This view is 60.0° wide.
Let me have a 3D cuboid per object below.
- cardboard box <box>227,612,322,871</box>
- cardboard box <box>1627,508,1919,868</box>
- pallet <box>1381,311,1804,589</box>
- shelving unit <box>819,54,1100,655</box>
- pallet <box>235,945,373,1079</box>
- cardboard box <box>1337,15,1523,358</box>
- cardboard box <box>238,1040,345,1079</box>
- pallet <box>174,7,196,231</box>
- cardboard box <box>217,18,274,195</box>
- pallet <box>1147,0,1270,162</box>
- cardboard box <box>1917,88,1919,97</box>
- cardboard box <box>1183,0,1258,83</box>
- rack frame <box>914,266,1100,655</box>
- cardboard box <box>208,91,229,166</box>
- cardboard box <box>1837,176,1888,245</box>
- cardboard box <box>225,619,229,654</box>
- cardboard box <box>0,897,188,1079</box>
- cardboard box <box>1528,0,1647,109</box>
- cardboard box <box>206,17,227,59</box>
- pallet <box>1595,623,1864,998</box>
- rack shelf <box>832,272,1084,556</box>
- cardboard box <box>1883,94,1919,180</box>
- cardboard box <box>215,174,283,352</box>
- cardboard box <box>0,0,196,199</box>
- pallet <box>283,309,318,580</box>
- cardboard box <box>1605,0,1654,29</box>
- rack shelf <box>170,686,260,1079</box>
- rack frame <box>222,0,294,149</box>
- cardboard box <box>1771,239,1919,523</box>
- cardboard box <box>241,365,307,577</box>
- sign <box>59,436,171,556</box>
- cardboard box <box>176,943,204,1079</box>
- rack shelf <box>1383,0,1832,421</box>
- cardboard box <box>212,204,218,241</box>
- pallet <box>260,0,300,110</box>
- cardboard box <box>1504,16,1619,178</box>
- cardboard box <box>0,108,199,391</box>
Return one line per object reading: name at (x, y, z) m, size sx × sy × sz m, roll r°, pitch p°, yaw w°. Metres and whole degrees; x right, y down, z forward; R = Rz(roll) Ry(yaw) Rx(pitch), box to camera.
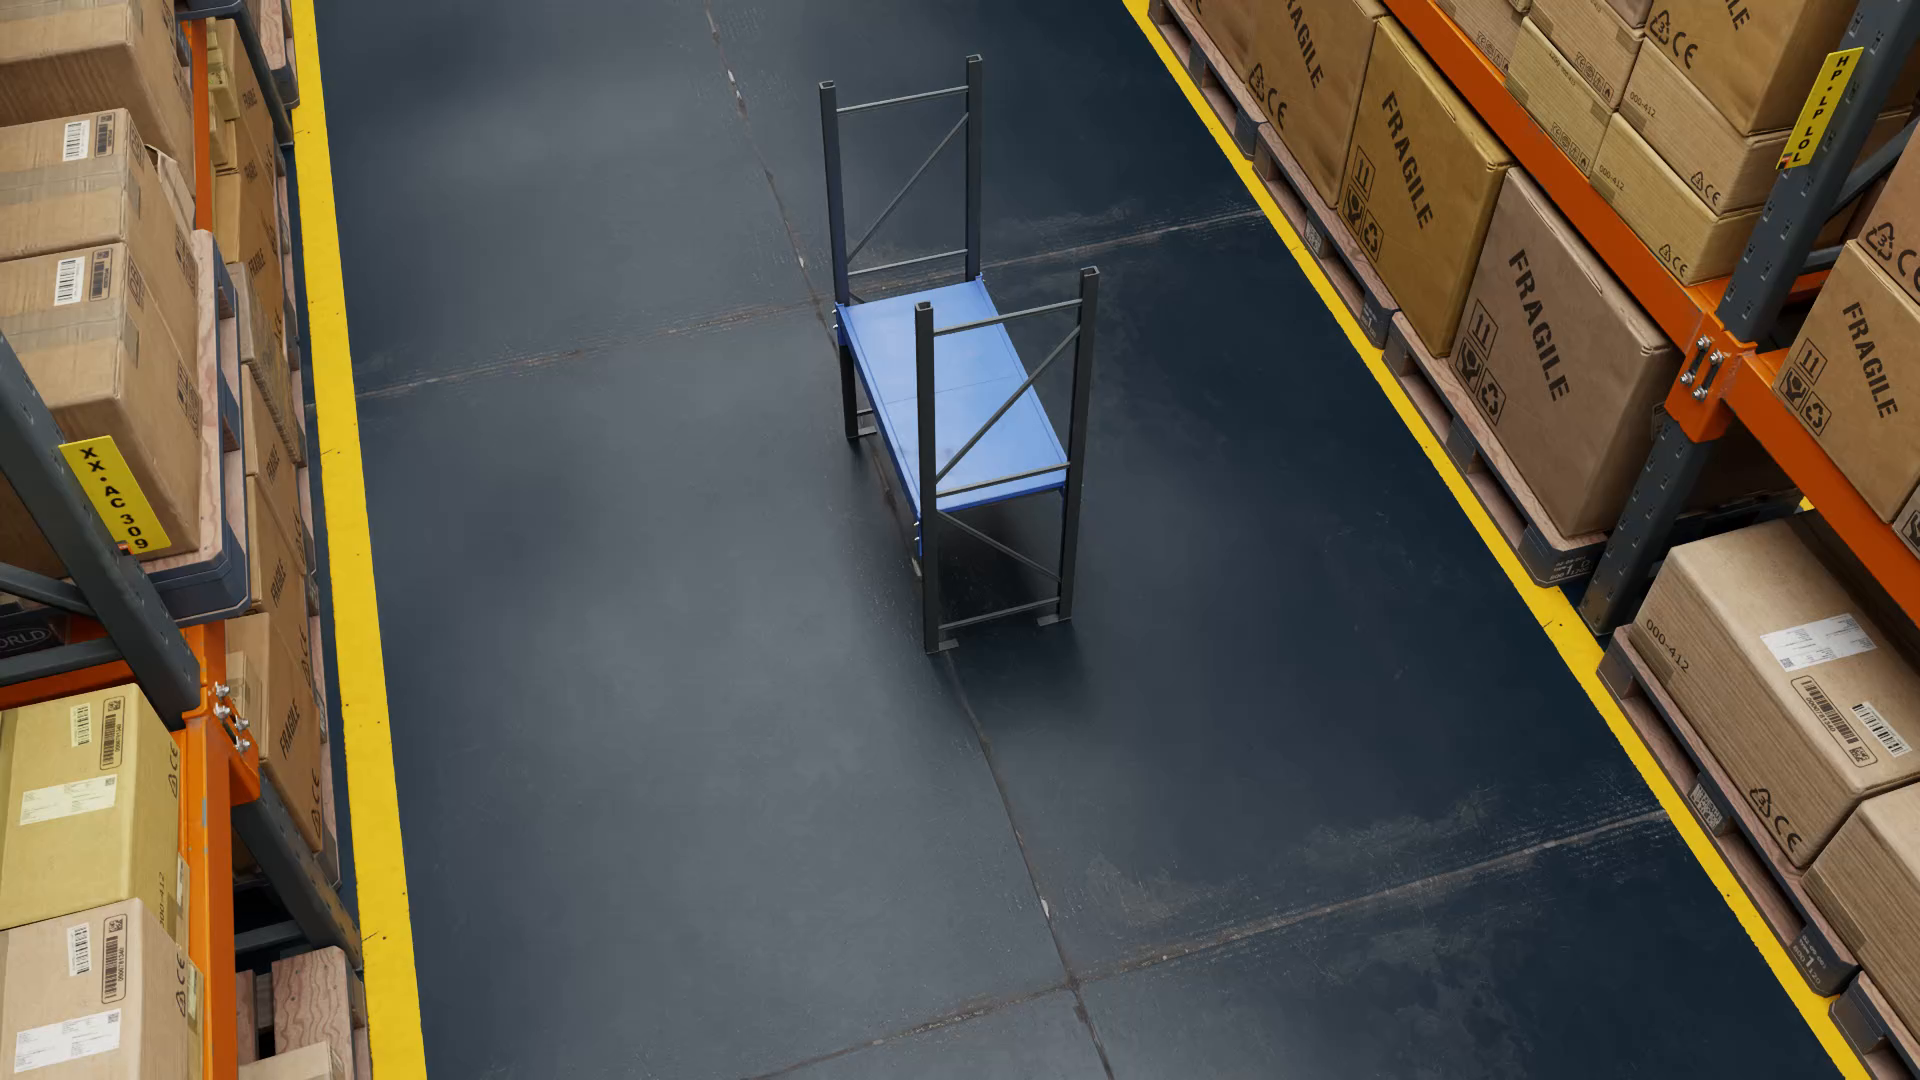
cardboard box at (-2.116, 0.591, 4.650) m, size 0.500 × 0.500 × 0.500 m, roll -11°, pitch 51°, yaw -9°
cardboard box at (2.636, 0.373, 4.875) m, size 0.875 × 0.438 × 0.875 m, roll -14°, pitch 51°, yaw -12°
pallet at (2.253, -0.448, 5.990) m, size 1.003 × 0.211 × 1.213 m, roll -13°, pitch 51°, yaw -11°
shelving unit at (-0.025, -0.546, 5.229) m, size 0.538 × 1.500 × 1.048 m, roll -13°, pitch 51°, yaw -11°
pallet at (-1.986, 1.725, 4.158) m, size 1.003 × 0.211 × 1.213 m, roll -13°, pitch 51°, yaw -11°
cardboard box at (2.018, -1.344, 6.036) m, size 0.875 × 0.875 × 0.875 m, roll -12°, pitch 51°, yaw -10°
cardboard box at (-1.743, 1.449, 4.157) m, size 0.380 × 0.149 × 0.250 m, roll -15°, pitch 51°, yaw -12°
pallet at (-2.791, -1.116, 4.854) m, size 1.003 × 0.211 × 1.213 m, roll -13°, pitch 51°, yaw -11°
cardboard box at (-3.040, -1.666, 6.553) m, size 0.500 × 0.500 × 0.500 m, roll -12°, pitch 51°, yaw -10°
pallet at (1.531, -2.230, 7.492) m, size 1.003 × 0.211 × 1.213 m, roll -13°, pitch 51°, yaw -11°
cardboard box at (2.697, -1.541, 4.368) m, size 0.500 × 0.500 × 0.500 m, roll -13°, pitch 51°, yaw -11°
cardboard box at (1.495, -2.649, 7.136) m, size 0.875 × 0.875 × 0.875 m, roll -14°, pitch 51°, yaw -11°
rack frame at (0.125, -0.174, 4.916) m, size 0.500 × 1.500 × 0.032 m, roll -13°, pitch 51°, yaw -11°
cardboard box at (-2.837, -1.438, 5.936) m, size 0.380 × 0.149 × 0.250 m, roll -15°, pitch 51°, yaw -12°
cardboard box at (2.675, -1.133, 4.841) m, size 0.500 × 0.250 × 0.500 m, roll -14°, pitch 51°, yaw -12°
cardboard box at (-2.196, 0.279, 4.489) m, size 0.380 × 0.149 × 0.250 m, roll -15°, pitch 51°, yaw -12°
cardboard box at (-1.642, 0.956, 2.885) m, size 0.500 × 0.250 × 0.500 m, roll -13°, pitch 51°, yaw -11°
cardboard box at (2.035, -1.544, 4.861) m, size 0.500 × 0.250 × 0.500 m, roll -12°, pitch 51°, yaw -10°
cardboard box at (-2.983, -1.832, 6.269) m, size 0.380 × 0.149 × 0.250 m, roll -16°, pitch 52°, yaw -13°
pallet at (2.703, 0.671, 5.046) m, size 1.003 × 0.211 × 1.213 m, roll -13°, pitch 51°, yaw -11°
rack shelf at (-0.025, -0.430, 5.367) m, size 0.538 × 0.185 × 1.000 m, roll -13°, pitch 51°, yaw -11°
cardboard box at (2.692, -1.298, 4.654) m, size 0.500 × 0.250 × 0.500 m, roll -15°, pitch 51°, yaw -12°
cardboard box at (-2.745, -0.917, 5.921) m, size 0.500 × 0.500 × 0.500 m, roll -11°, pitch 51°, yaw -9°
cardboard box at (-2.502, -1.198, 4.458) m, size 0.700 × 0.500 × 0.500 m, roll -14°, pitch 51°, yaw -11°
pallet at (-2.829, -0.255, 5.827) m, size 1.003 × 0.211 × 1.213 m, roll -13°, pitch 51°, yaw -11°
cardboard box at (2.021, -1.801, 4.587) m, size 0.500 × 0.500 × 0.500 m, roll -12°, pitch 51°, yaw -10°
rack shelf at (-1.596, 2.017, 2.558) m, size 1.077 × 0.370 × 4.000 m, roll -13°, pitch 51°, yaw -11°
rack frame at (-3.371, -2.597, 5.977) m, size 1.000 × 3.000 × 0.127 m, roll -13°, pitch 51°, yaw -11°
cardboard box at (2.441, -0.431, 4.086) m, size 0.500 × 0.500 × 0.500 m, roll -12°, pitch 51°, yaw -10°
cardboard box at (-2.426, -0.161, 5.284) m, size 0.500 × 0.500 × 0.500 m, roll -15°, pitch 51°, yaw -12°
sign at (-1.672, -0.083, 3.292) m, size 0.100 × 0.325 × 0.005 m, roll -13°, pitch 51°, yaw -11°
cardboard box at (-1.655, 0.951, 3.151) m, size 0.380 × 0.149 × 0.250 m, roll -12°, pitch 51°, yaw -10°
rack shelf at (1.961, -2.029, 5.969) m, size 1.077 × 0.370 × 4.000 m, roll -13°, pitch 51°, yaw -11°
cardboard box at (-2.728, -1.052, 5.611) m, size 0.380 × 0.149 × 0.250 m, roll -14°, pitch 51°, yaw -12°
pallet at (-3.577, -2.308, 7.558) m, size 1.003 × 0.211 × 1.213 m, roll -13°, pitch 51°, yaw -11°
cardboard box at (2.030, -1.395, 5.062) m, size 0.500 × 0.250 × 0.500 m, roll -14°, pitch 51°, yaw -11°
cardboard box at (-2.270, -0.625, 3.975) m, size 0.700 × 0.500 × 0.500 m, roll -13°, pitch 51°, yaw -11°
